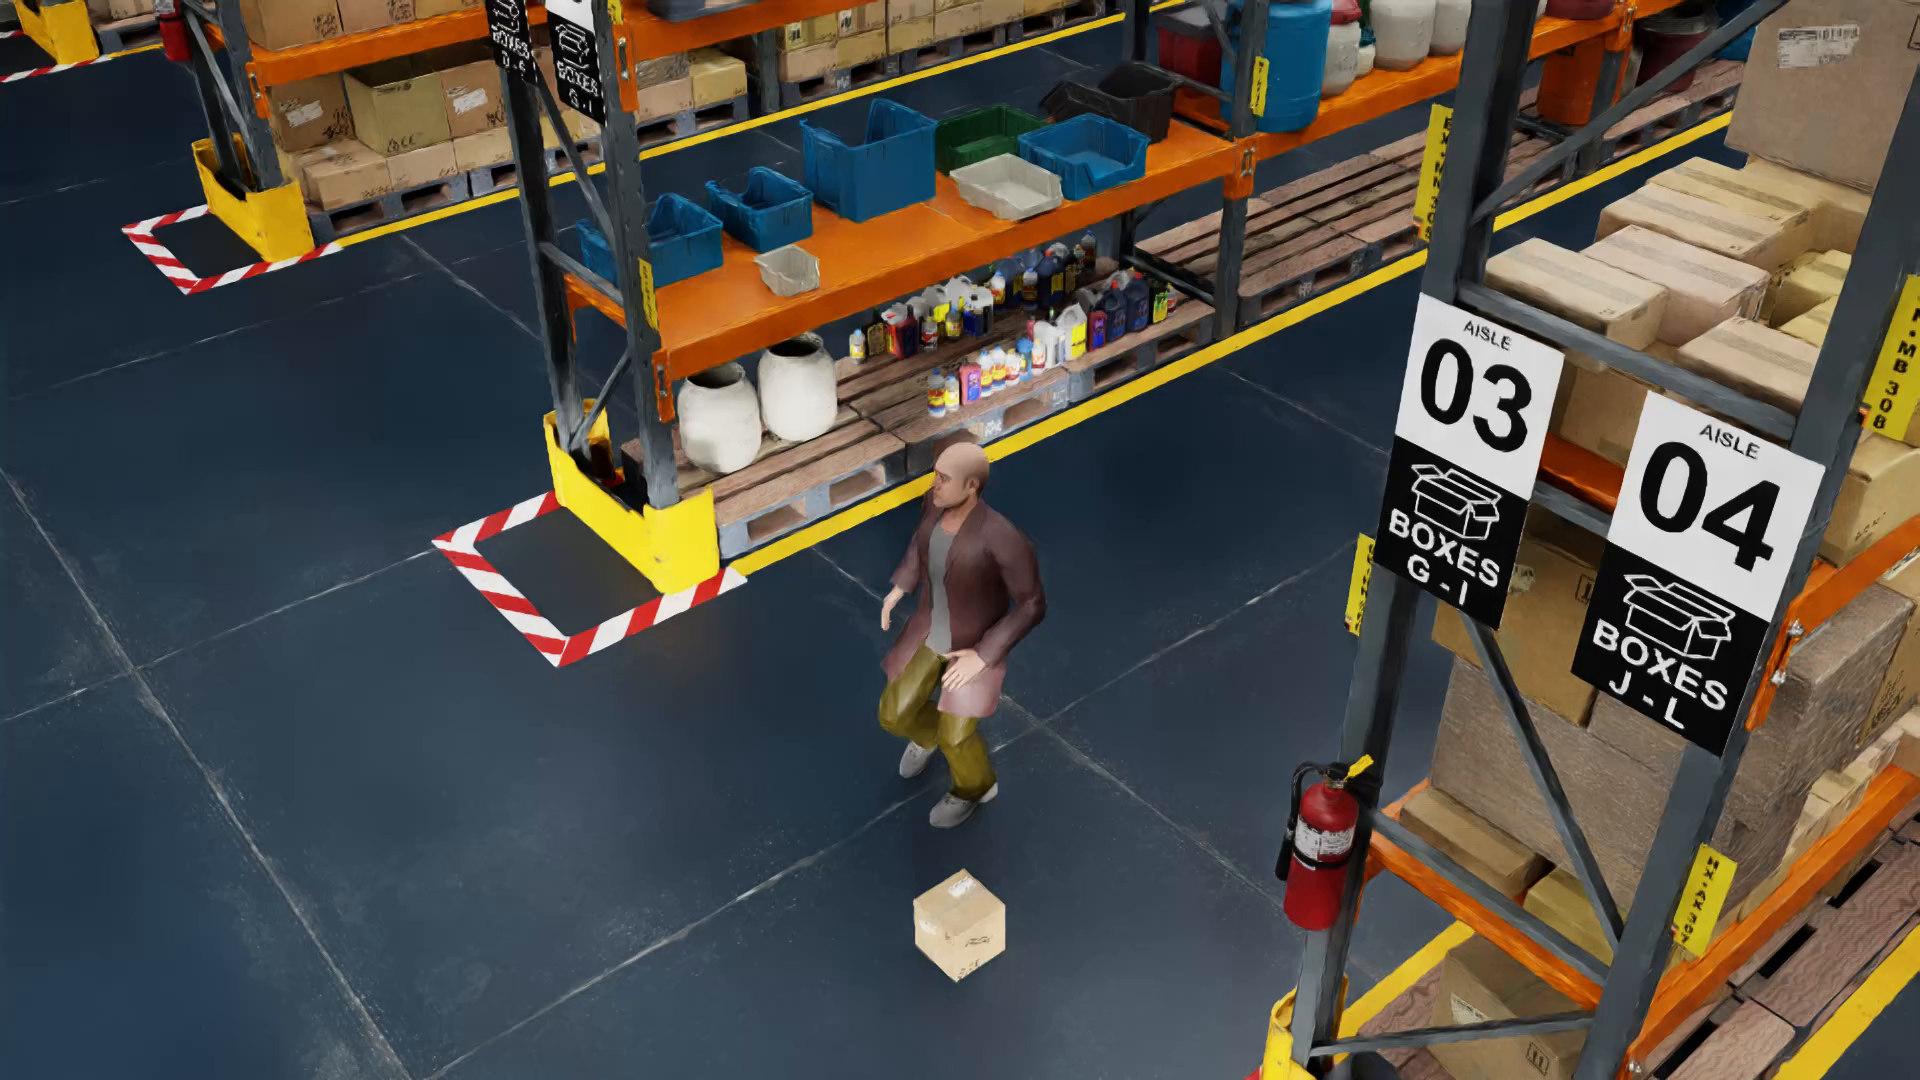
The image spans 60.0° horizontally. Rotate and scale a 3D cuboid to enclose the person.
[{"bbox_3d":[-0.012,0.407,6.551,0.766,1.744,0.530,26,43,32],"label":"person"}]
